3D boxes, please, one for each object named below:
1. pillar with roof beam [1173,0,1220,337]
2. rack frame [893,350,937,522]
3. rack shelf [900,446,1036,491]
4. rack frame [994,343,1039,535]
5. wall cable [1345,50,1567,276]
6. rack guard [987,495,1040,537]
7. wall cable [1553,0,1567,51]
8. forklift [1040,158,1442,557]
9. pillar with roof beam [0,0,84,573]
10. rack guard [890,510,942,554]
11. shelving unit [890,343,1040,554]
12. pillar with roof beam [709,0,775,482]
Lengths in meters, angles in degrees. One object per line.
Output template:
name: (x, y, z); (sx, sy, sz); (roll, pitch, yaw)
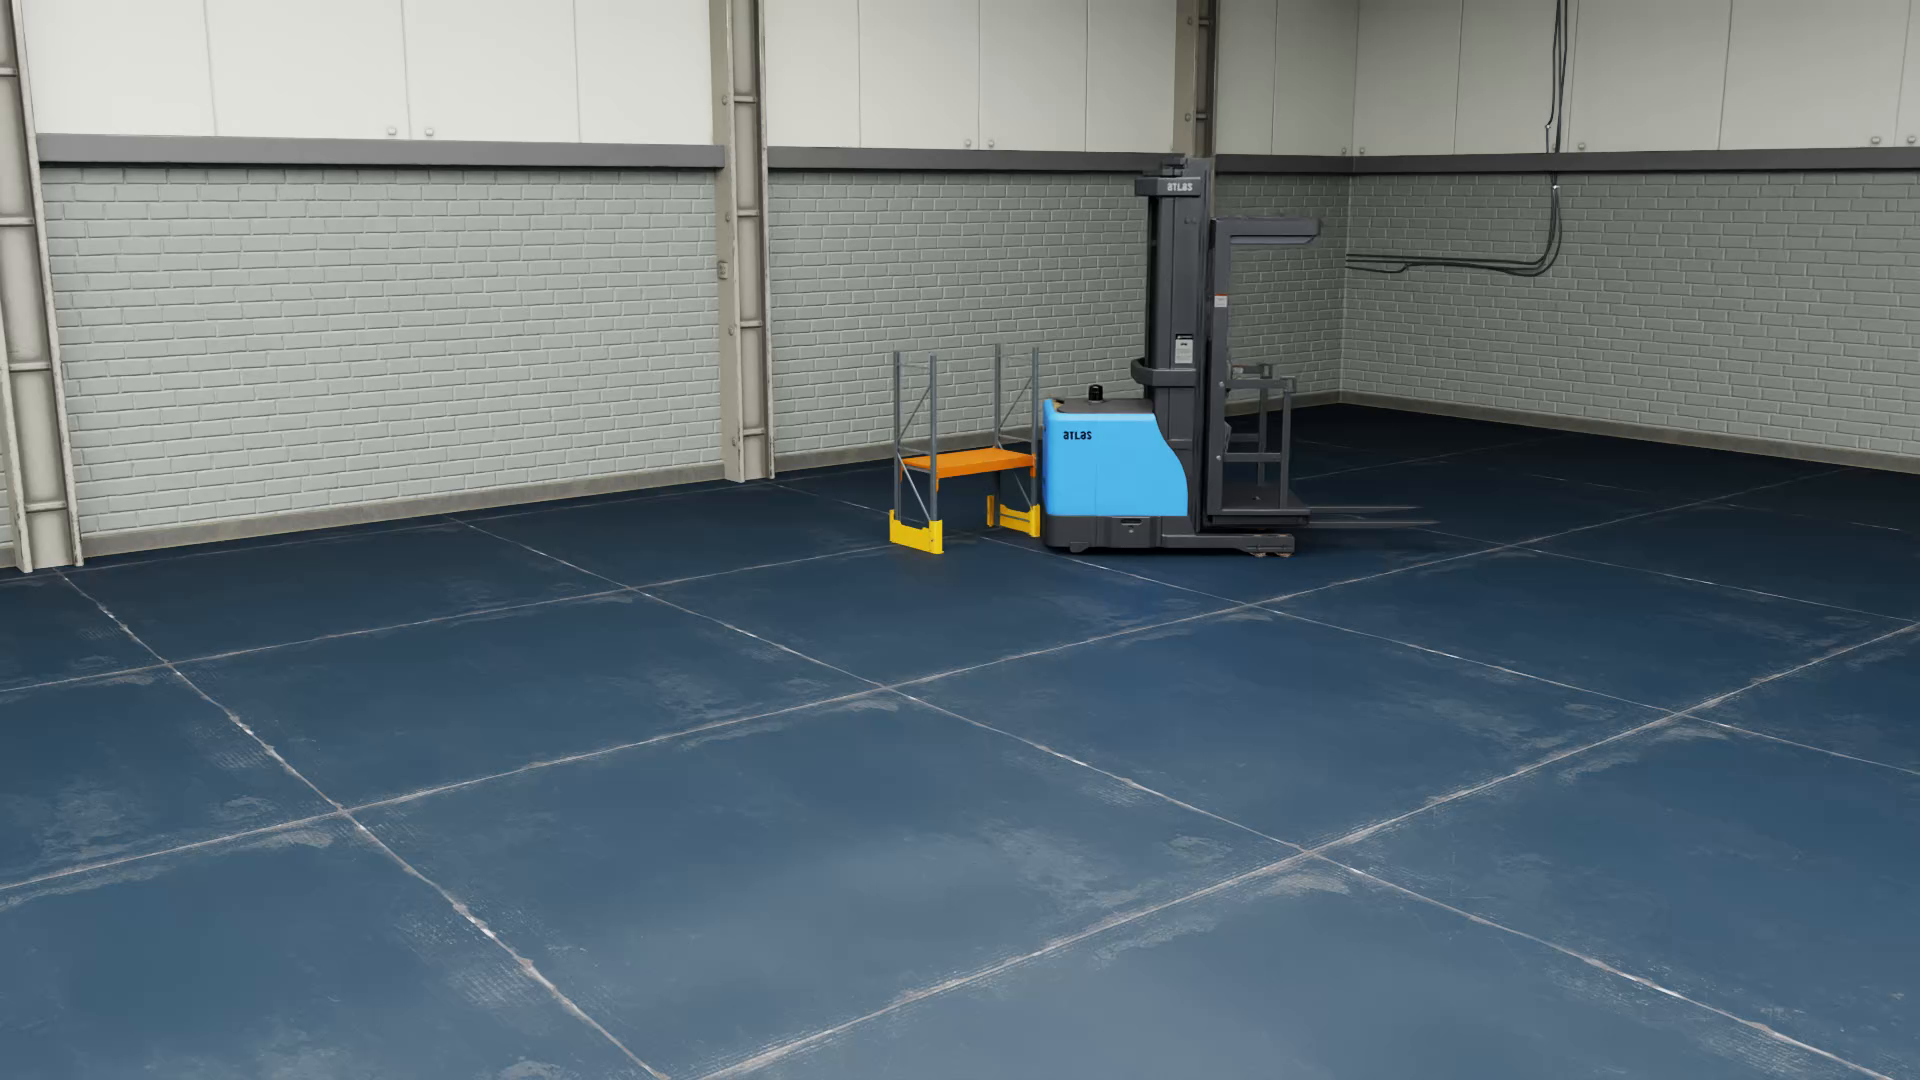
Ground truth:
pillar with roof beam: (5.356, -5.074, 15.361); (0.400, 9.000, 9.100); (-9, 15, -38)
rack frame: (-0.344, -0.679, 12.712); (0.032, 1.500, 0.500); (-10, 15, -38)
rack shelf: (0.052, -0.569, 13.062); (1.000, 0.185, 0.538); (-10, 15, -38)
rack frame: (0.447, -0.811, 13.336); (0.032, 1.500, 0.500); (-10, 15, -38)
wall cable: (5.793, -4.421, 19.762); (0.112, 2.526, 3.097); (-9, 15, -38)
rack guard: (0.431, -0.198, 13.455); (0.087, 0.250, 0.587); (-10, 15, -38)
wall cable: (7.483, -6.453, 17.171); (0.112, 2.526, 3.097); (-9, 15, -38)
forklift: (2.163, -1.418, 12.749); (3.031, 2.935, 1.130); (0, 12, 0)
pillar with roof beam: (-4.014, -3.517, 8.028); (0.400, 9.000, 9.100); (-9, 15, -38)
rack guard: (-0.344, -0.068, 12.843); (0.087, 0.250, 0.587); (-10, 15, -38)
shelving unit: (0.045, -0.744, 13.018); (1.083, 1.500, 0.587); (-10, 15, -38)
pillar with roof beam: (0.671, -4.296, 11.694); (0.400, 9.000, 9.100); (-9, 15, -38)
